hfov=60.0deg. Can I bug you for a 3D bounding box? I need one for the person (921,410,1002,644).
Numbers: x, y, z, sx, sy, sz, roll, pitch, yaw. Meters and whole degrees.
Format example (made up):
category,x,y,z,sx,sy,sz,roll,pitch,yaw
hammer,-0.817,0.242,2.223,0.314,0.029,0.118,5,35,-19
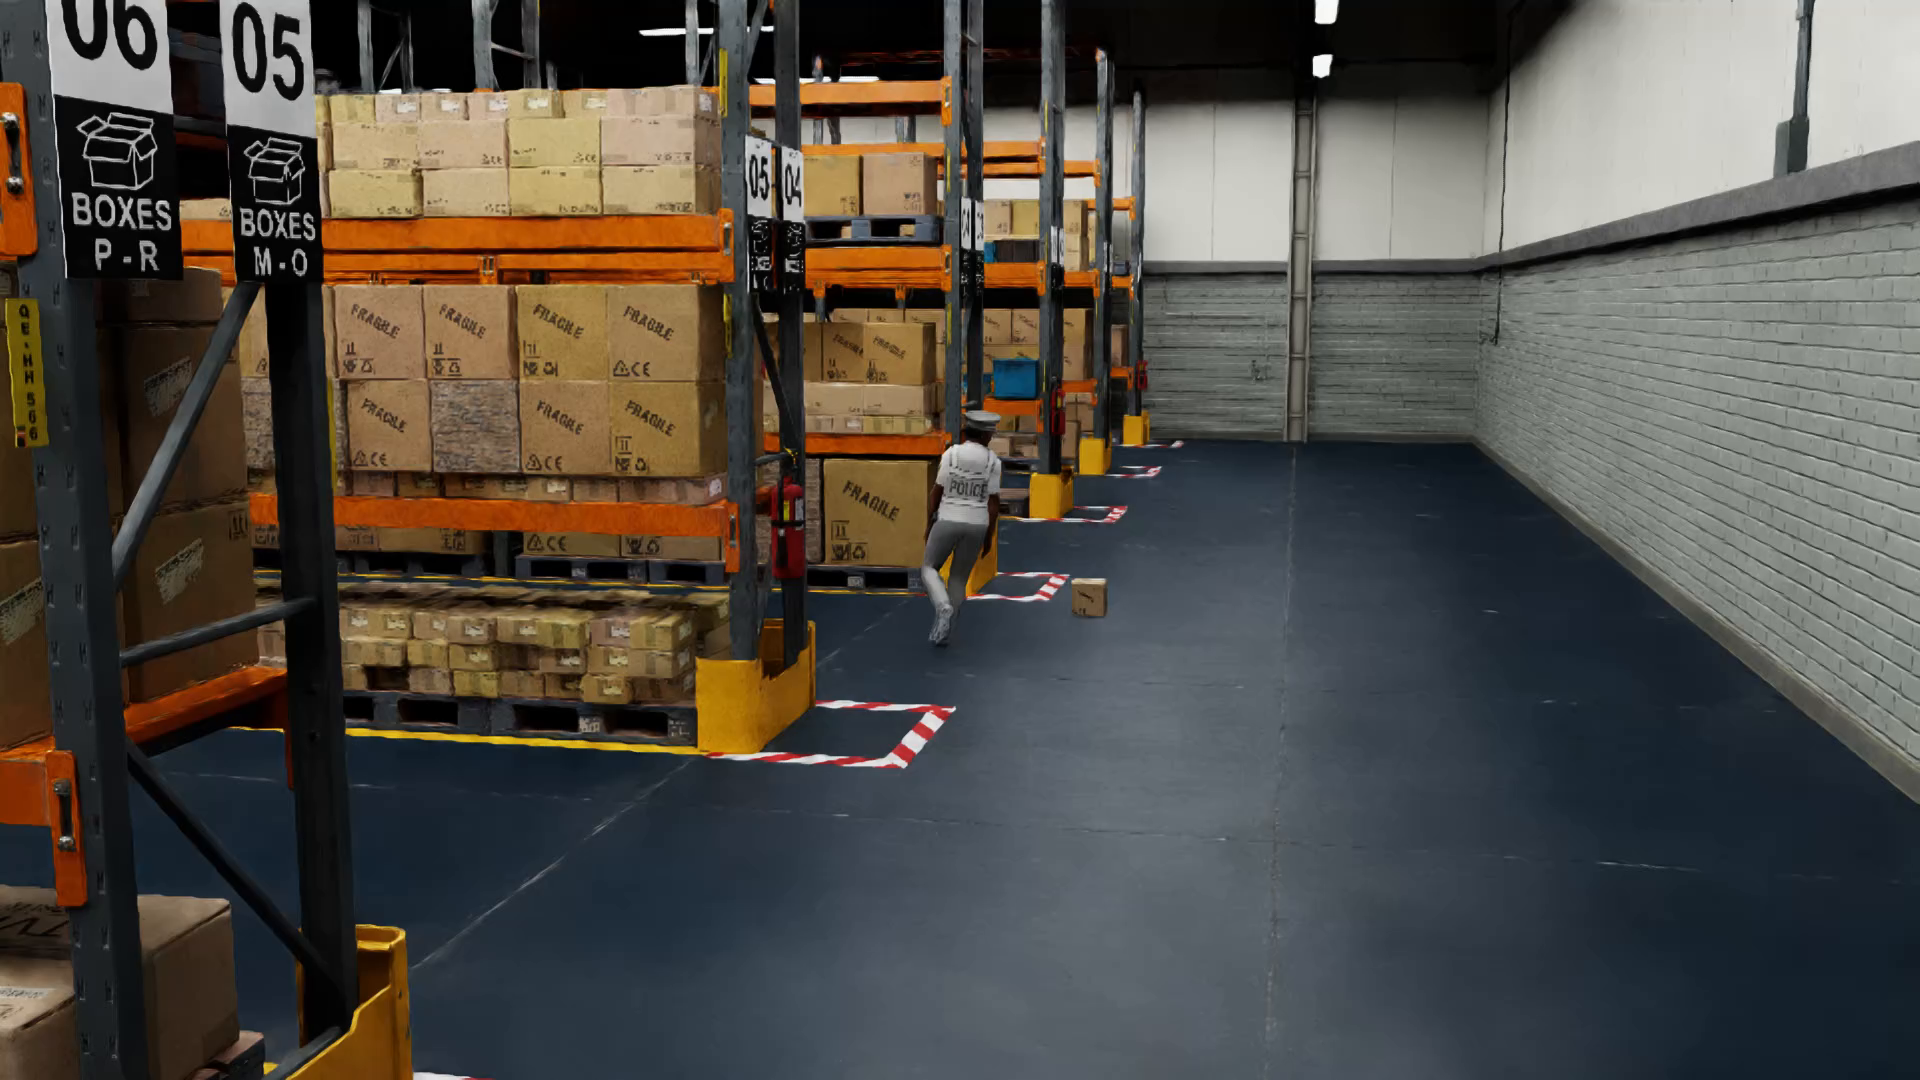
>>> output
category,x,y,z,sx,sy,sz,roll,pitch,yaw
person,0.013,-0.073,11.442,0.533,1.631,0.577,-1,8,-10
